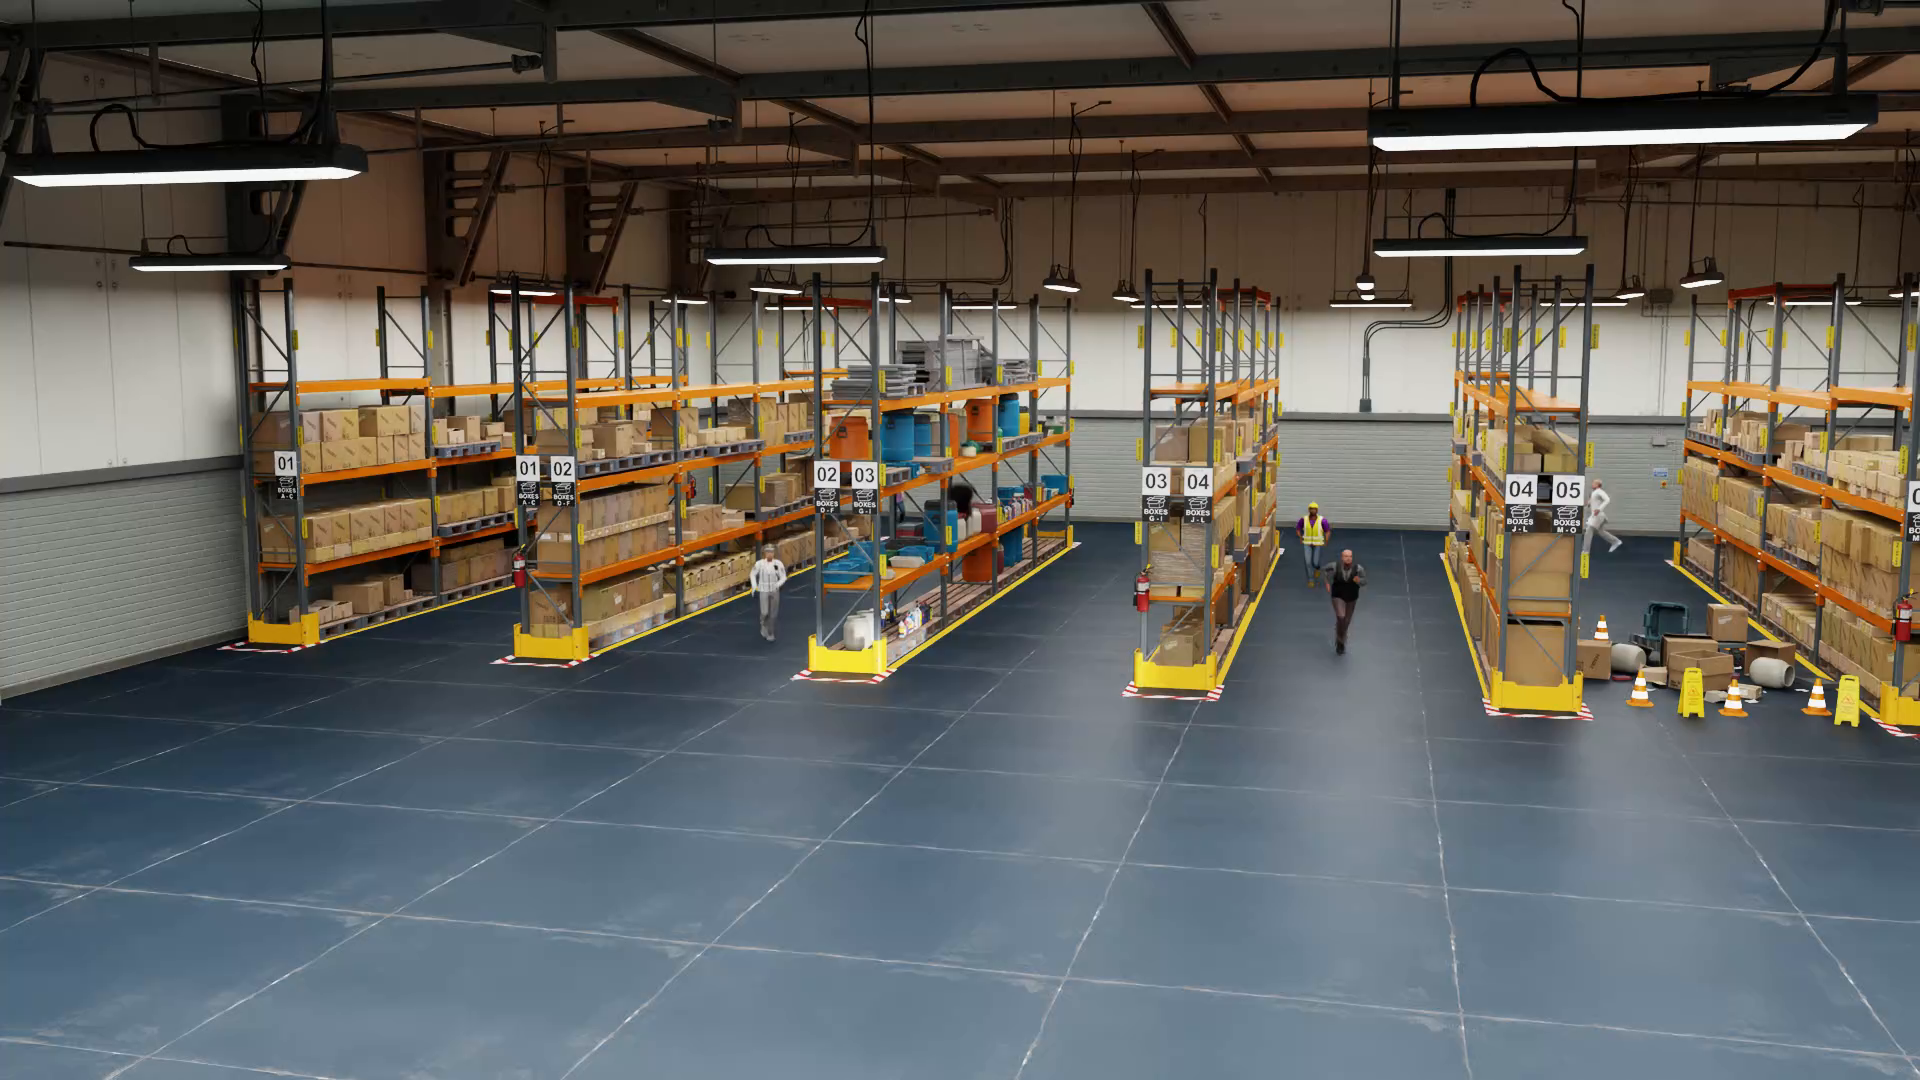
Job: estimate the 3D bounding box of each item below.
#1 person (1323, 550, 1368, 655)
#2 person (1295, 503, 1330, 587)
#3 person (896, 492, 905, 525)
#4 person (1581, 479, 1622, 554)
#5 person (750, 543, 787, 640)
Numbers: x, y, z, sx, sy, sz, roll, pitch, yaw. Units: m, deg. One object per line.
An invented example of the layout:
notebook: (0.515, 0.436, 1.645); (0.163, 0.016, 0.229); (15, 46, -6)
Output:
person: (6.162, 0.973, 26.681); (0.647, 1.697, 0.927); (0, 7, -1)
person: (7.197, 0.088, 33.959); (0.702, 1.726, 0.598); (2, 7, 16)
person: (-1.675, -0.955, 43.281); (0.534, 1.643, 0.680); (-3, 7, -22)
person: (14.884, -0.518, 38.677); (1.061, 1.800, 0.718); (2, 7, 18)
person: (-3.207, 0.870, 27.616); (0.489, 1.647, 0.637); (-1, 7, -10)
